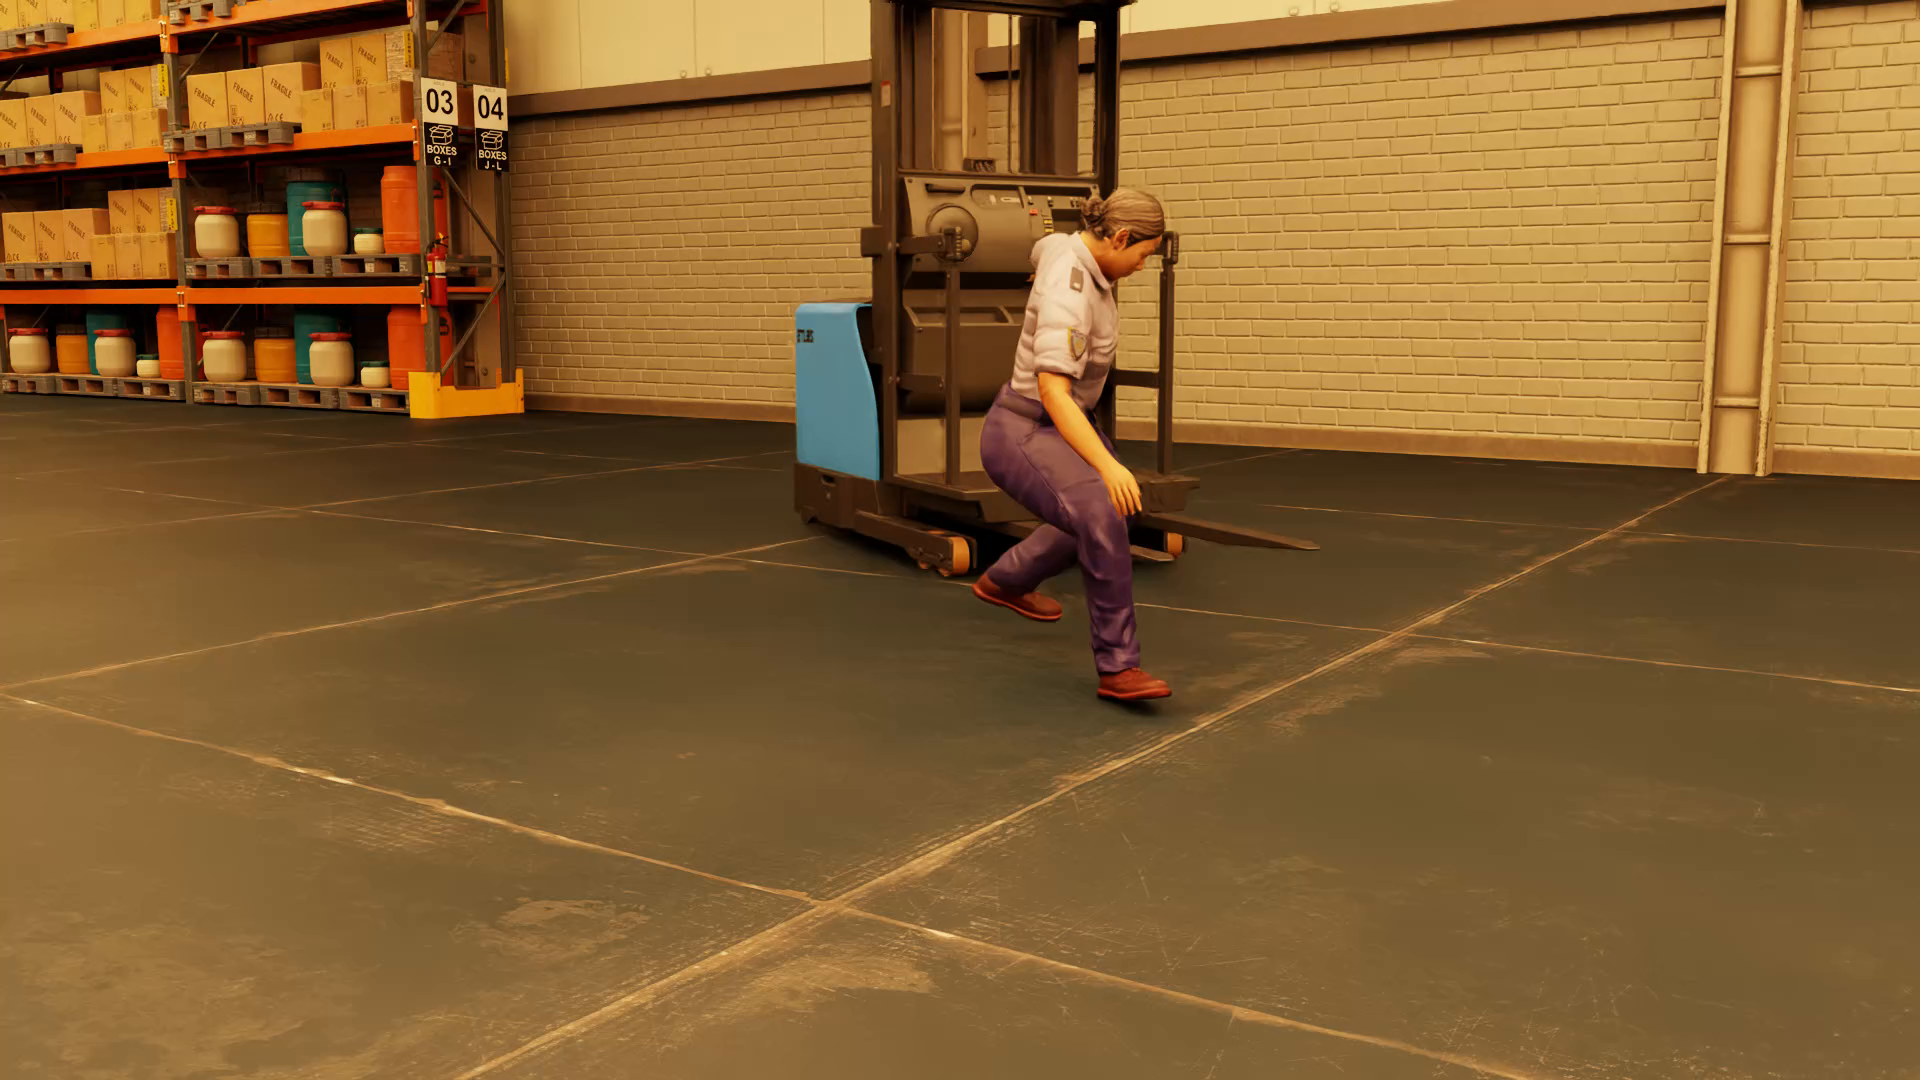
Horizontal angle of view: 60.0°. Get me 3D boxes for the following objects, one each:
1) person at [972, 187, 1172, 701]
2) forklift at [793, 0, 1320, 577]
[{"bbox_3d":[0.336,-0.305,4.839,0.695,1.384,1.095,2,8,13],"label":"person"},{"bbox_3d":[0.296,-1.373,6.849,1.130,2.935,3.031,-4,9,-26],"label":"forklift"}]
